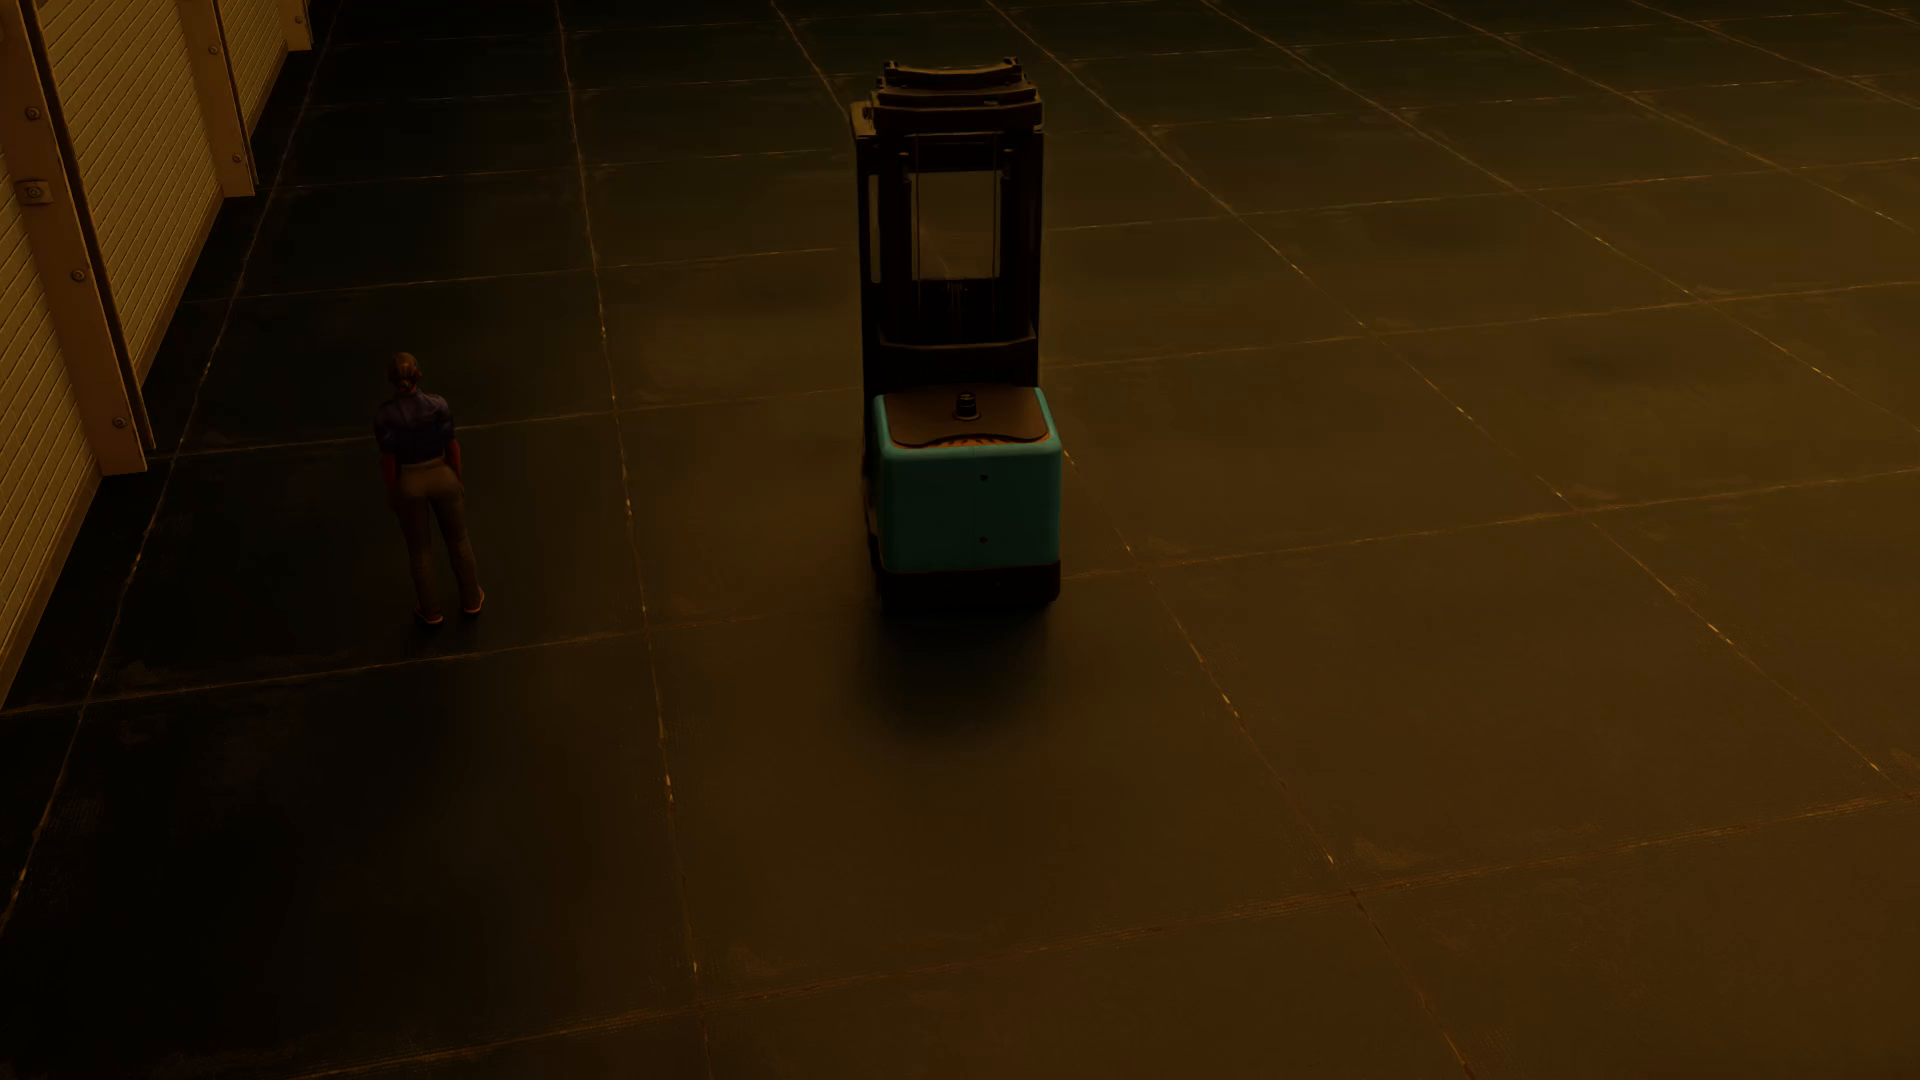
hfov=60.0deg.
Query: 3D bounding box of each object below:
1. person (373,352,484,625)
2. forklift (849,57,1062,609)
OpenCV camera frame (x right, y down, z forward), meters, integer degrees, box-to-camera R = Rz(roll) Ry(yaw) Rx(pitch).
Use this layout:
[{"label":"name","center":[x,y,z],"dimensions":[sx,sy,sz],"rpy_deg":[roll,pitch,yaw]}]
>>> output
[{"label":"person","center":[-3.007,-0.301,9.369],"dimensions":[0.446,1.662,0.327],"rpy_deg":[-13,33,-22]},{"label":"forklift","center":[-0.089,-1.584,10.311],"dimensions":[1.130,2.935,3.031],"rpy_deg":[-3,30,-5]}]
